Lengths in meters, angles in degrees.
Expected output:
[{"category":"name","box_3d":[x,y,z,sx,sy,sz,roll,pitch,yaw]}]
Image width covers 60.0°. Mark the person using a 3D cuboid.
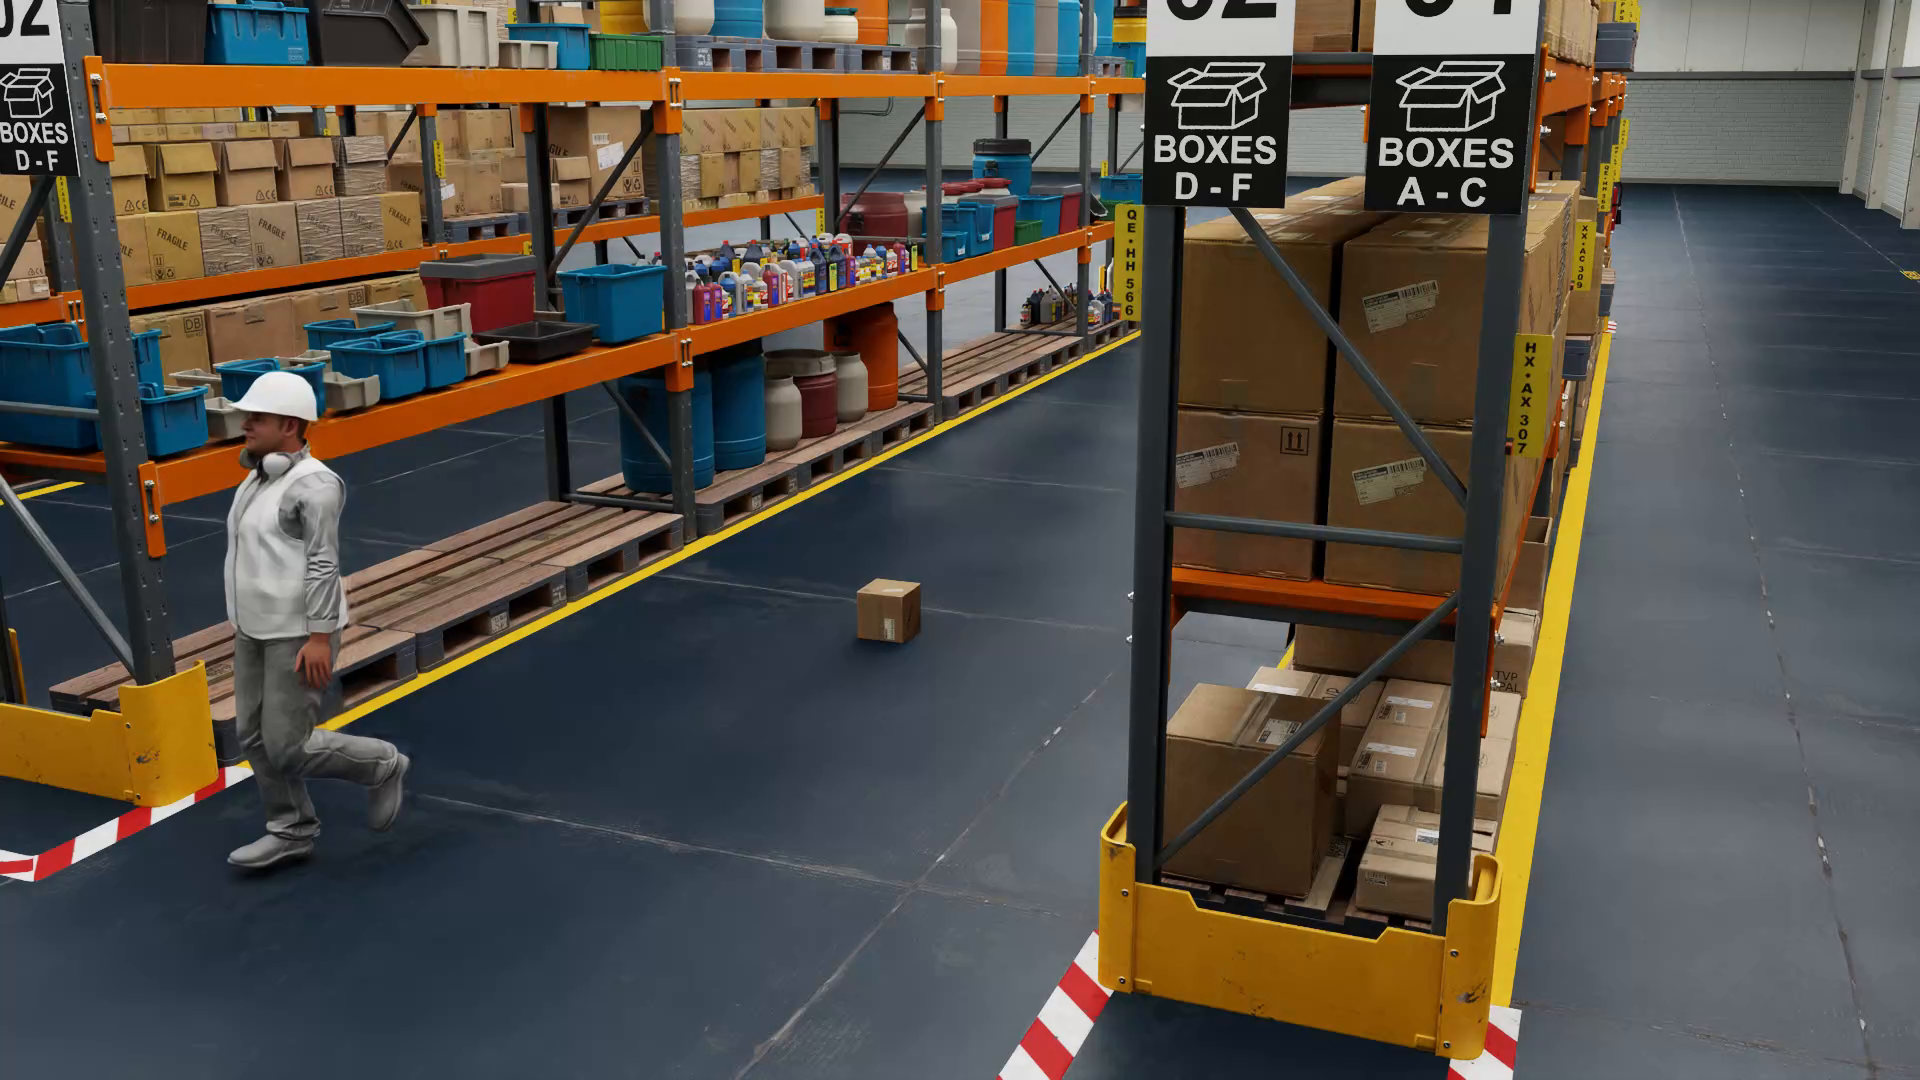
[{"category":"person","box_3d":[-2.328,0.286,5.840,0.551,1.755,0.627,14,20,41]}]
